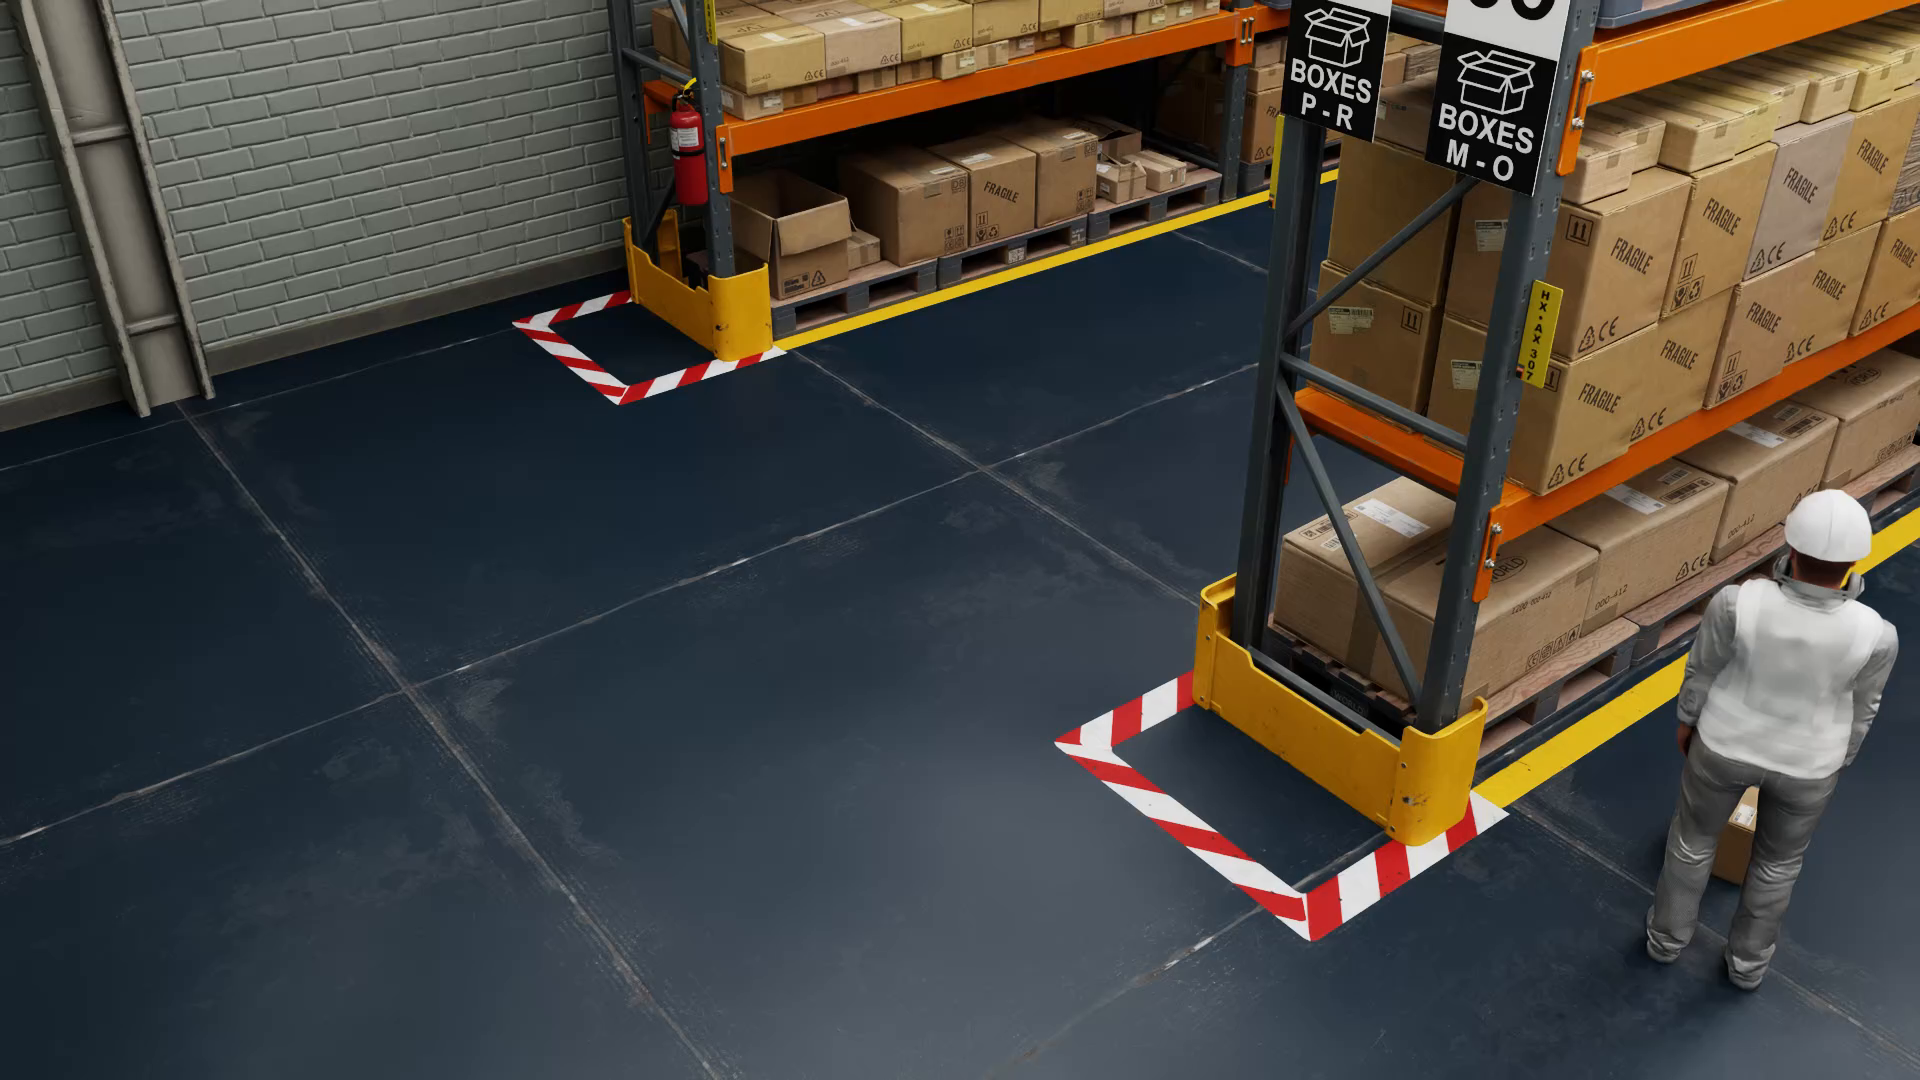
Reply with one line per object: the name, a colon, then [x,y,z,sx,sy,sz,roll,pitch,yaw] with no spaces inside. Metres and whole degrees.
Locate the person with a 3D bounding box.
person: [2.467,0.623,5.124,0.533,1.768,0.359,15,35,23]
